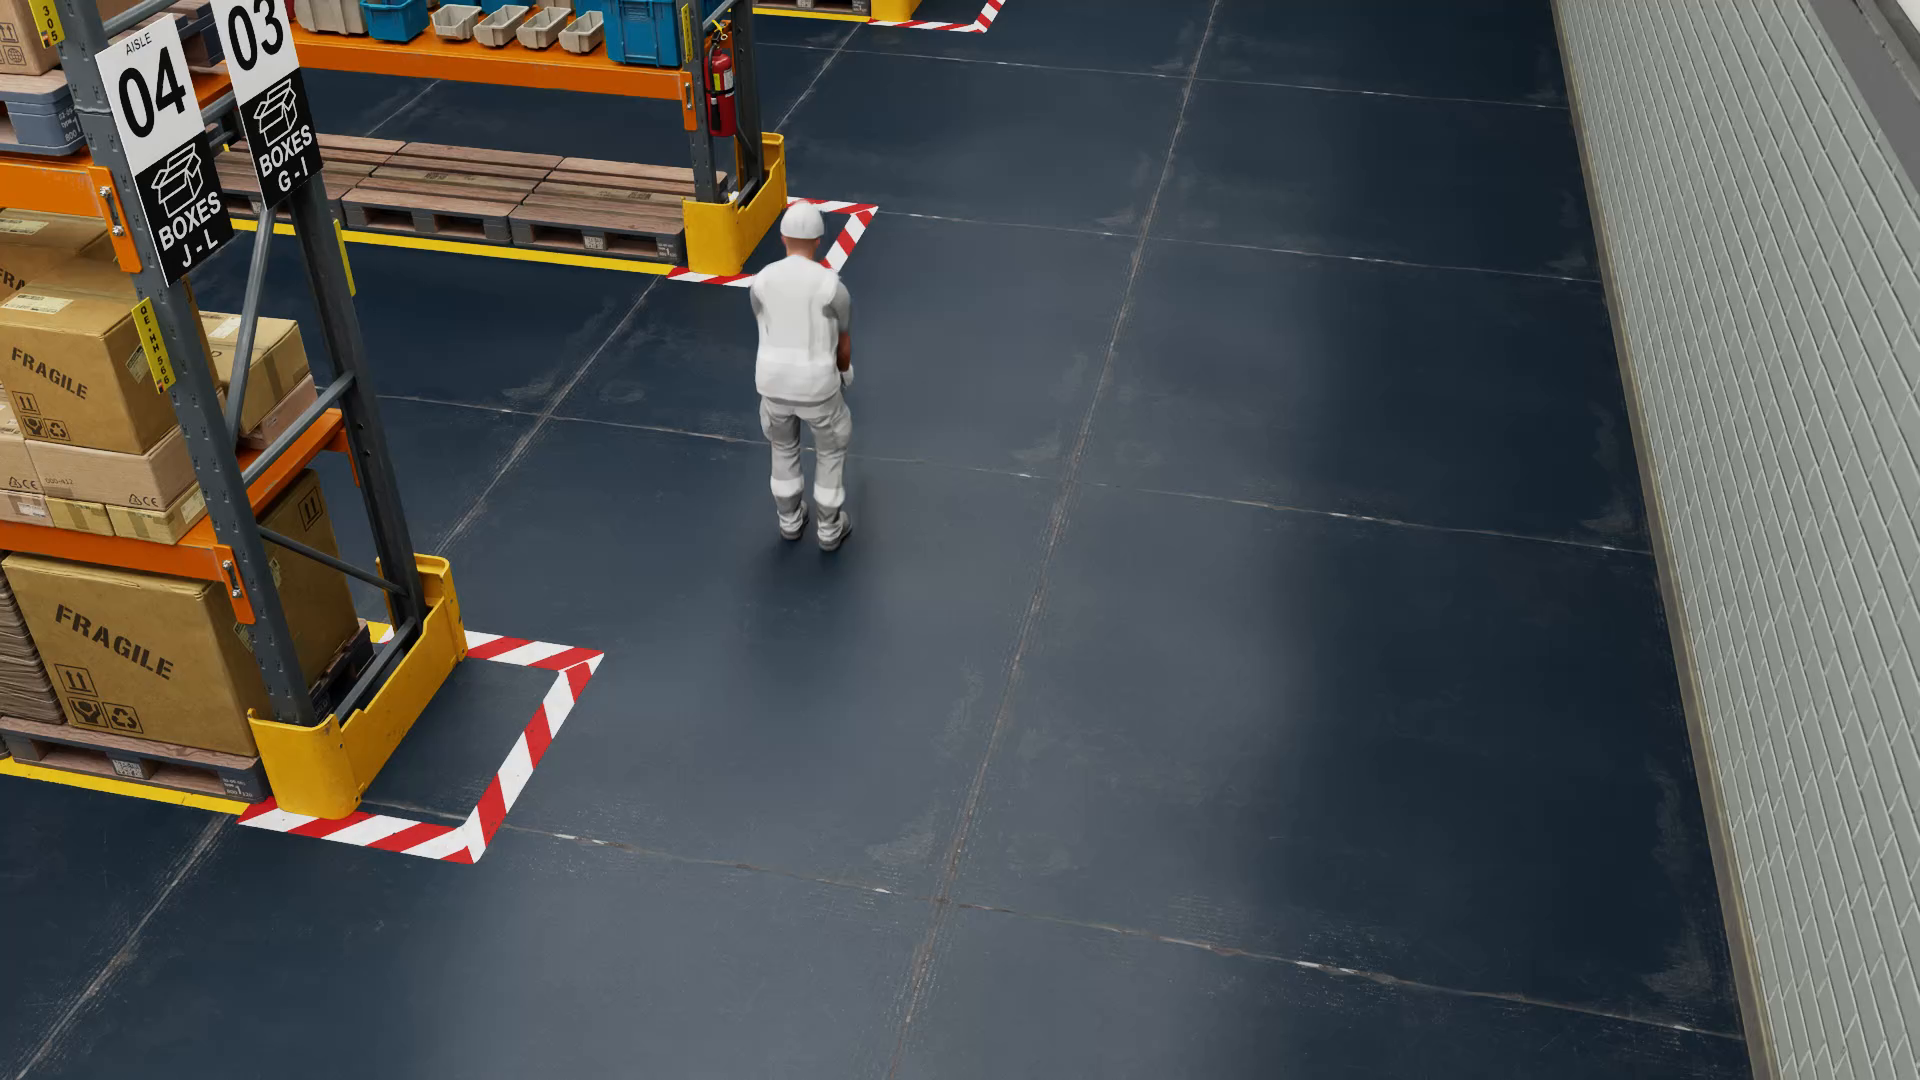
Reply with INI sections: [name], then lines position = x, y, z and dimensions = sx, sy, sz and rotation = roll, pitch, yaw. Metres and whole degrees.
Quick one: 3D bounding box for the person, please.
[person]
position = -0.753, -0.777, 8.057
dimensions = 0.485, 1.725, 0.602
rotation = 7, 37, 9
